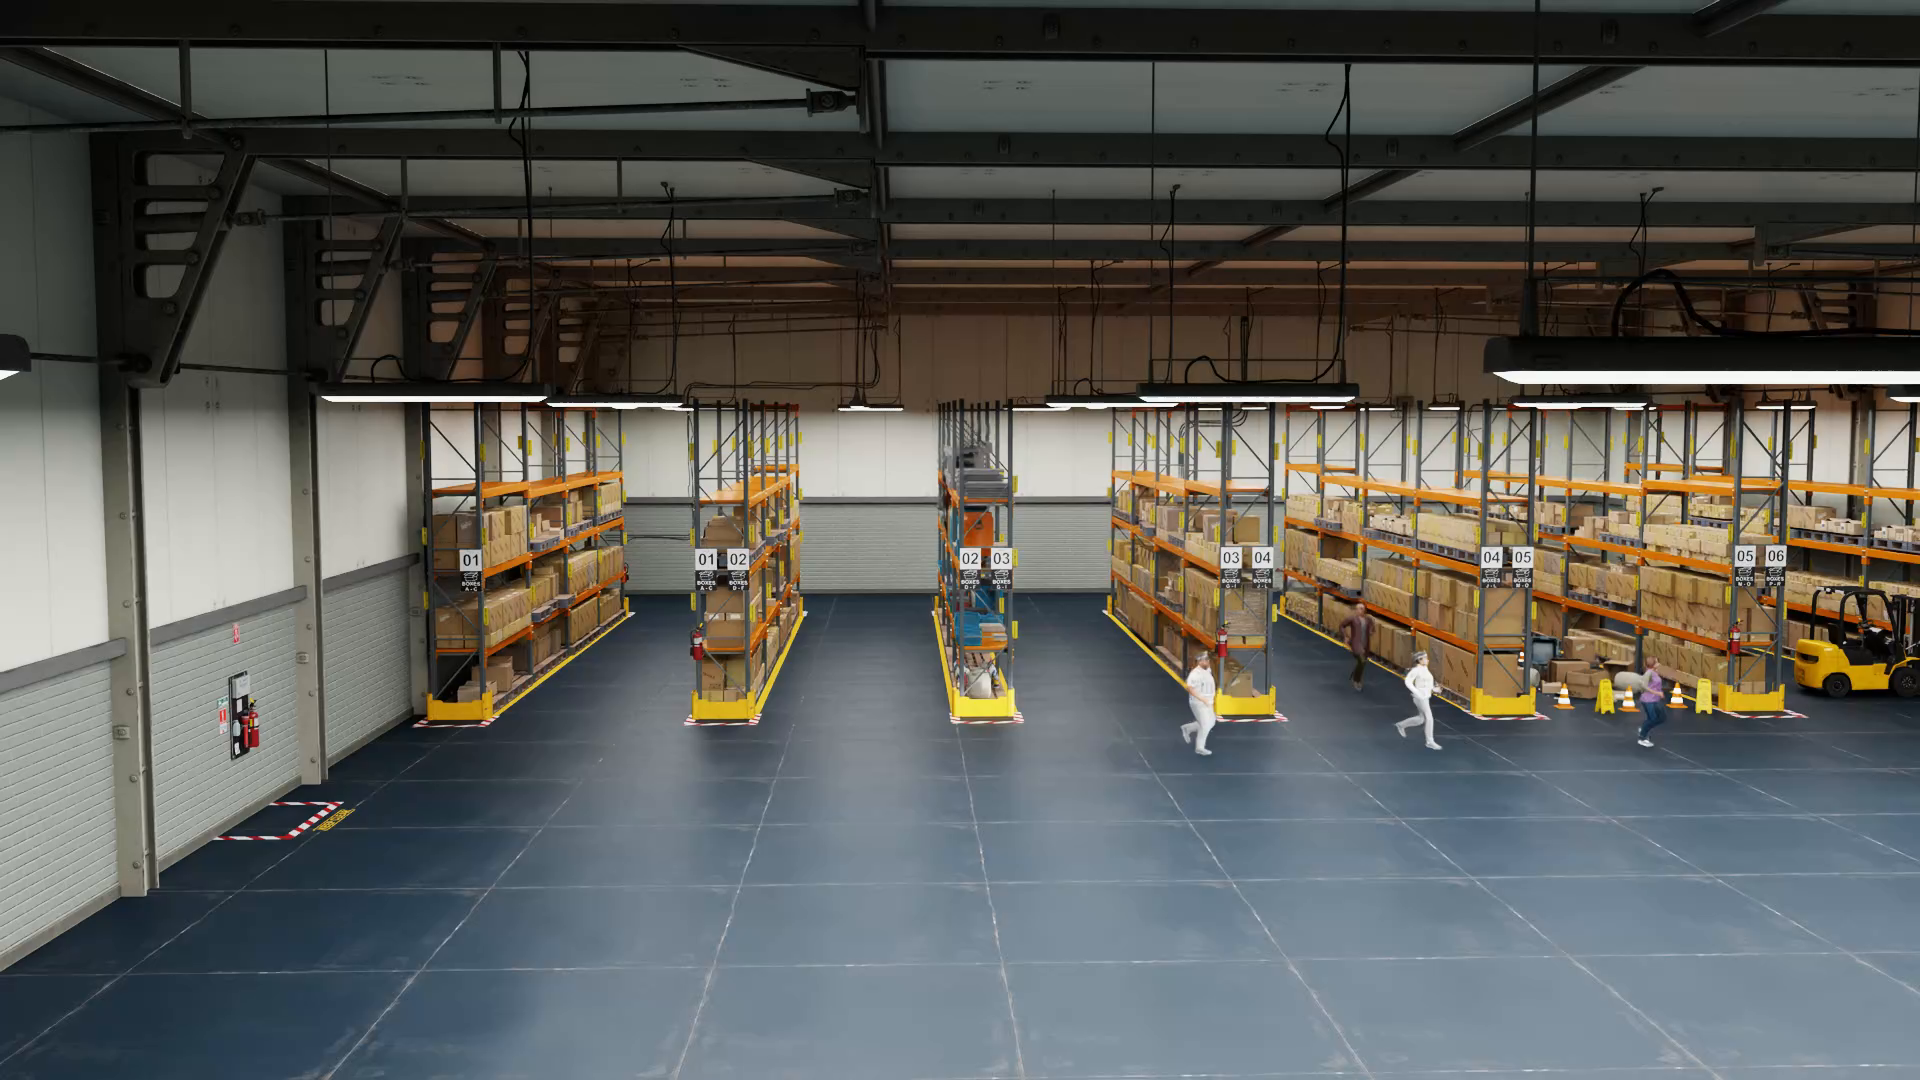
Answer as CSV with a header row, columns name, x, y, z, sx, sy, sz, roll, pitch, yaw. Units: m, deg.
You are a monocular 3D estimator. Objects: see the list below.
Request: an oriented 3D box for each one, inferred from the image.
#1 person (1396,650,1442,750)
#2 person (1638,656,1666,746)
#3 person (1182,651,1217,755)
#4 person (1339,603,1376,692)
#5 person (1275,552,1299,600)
name,x,y,z,sx,sy,sz,roll,pitch,yaw
person,7.891,2.728,28.556,0.822,1.696,0.618,3,5,33
person,11.894,2.772,28.552,0.517,1.565,0.541,4,6,44
person,4.023,2.724,28.062,0.665,1.756,0.675,3,5,37
person,8.290,2.225,34.466,0.671,1.823,0.798,-2,5,-22
person,9.675,1.145,48.904,0.767,1.745,0.708,-1,4,-10
